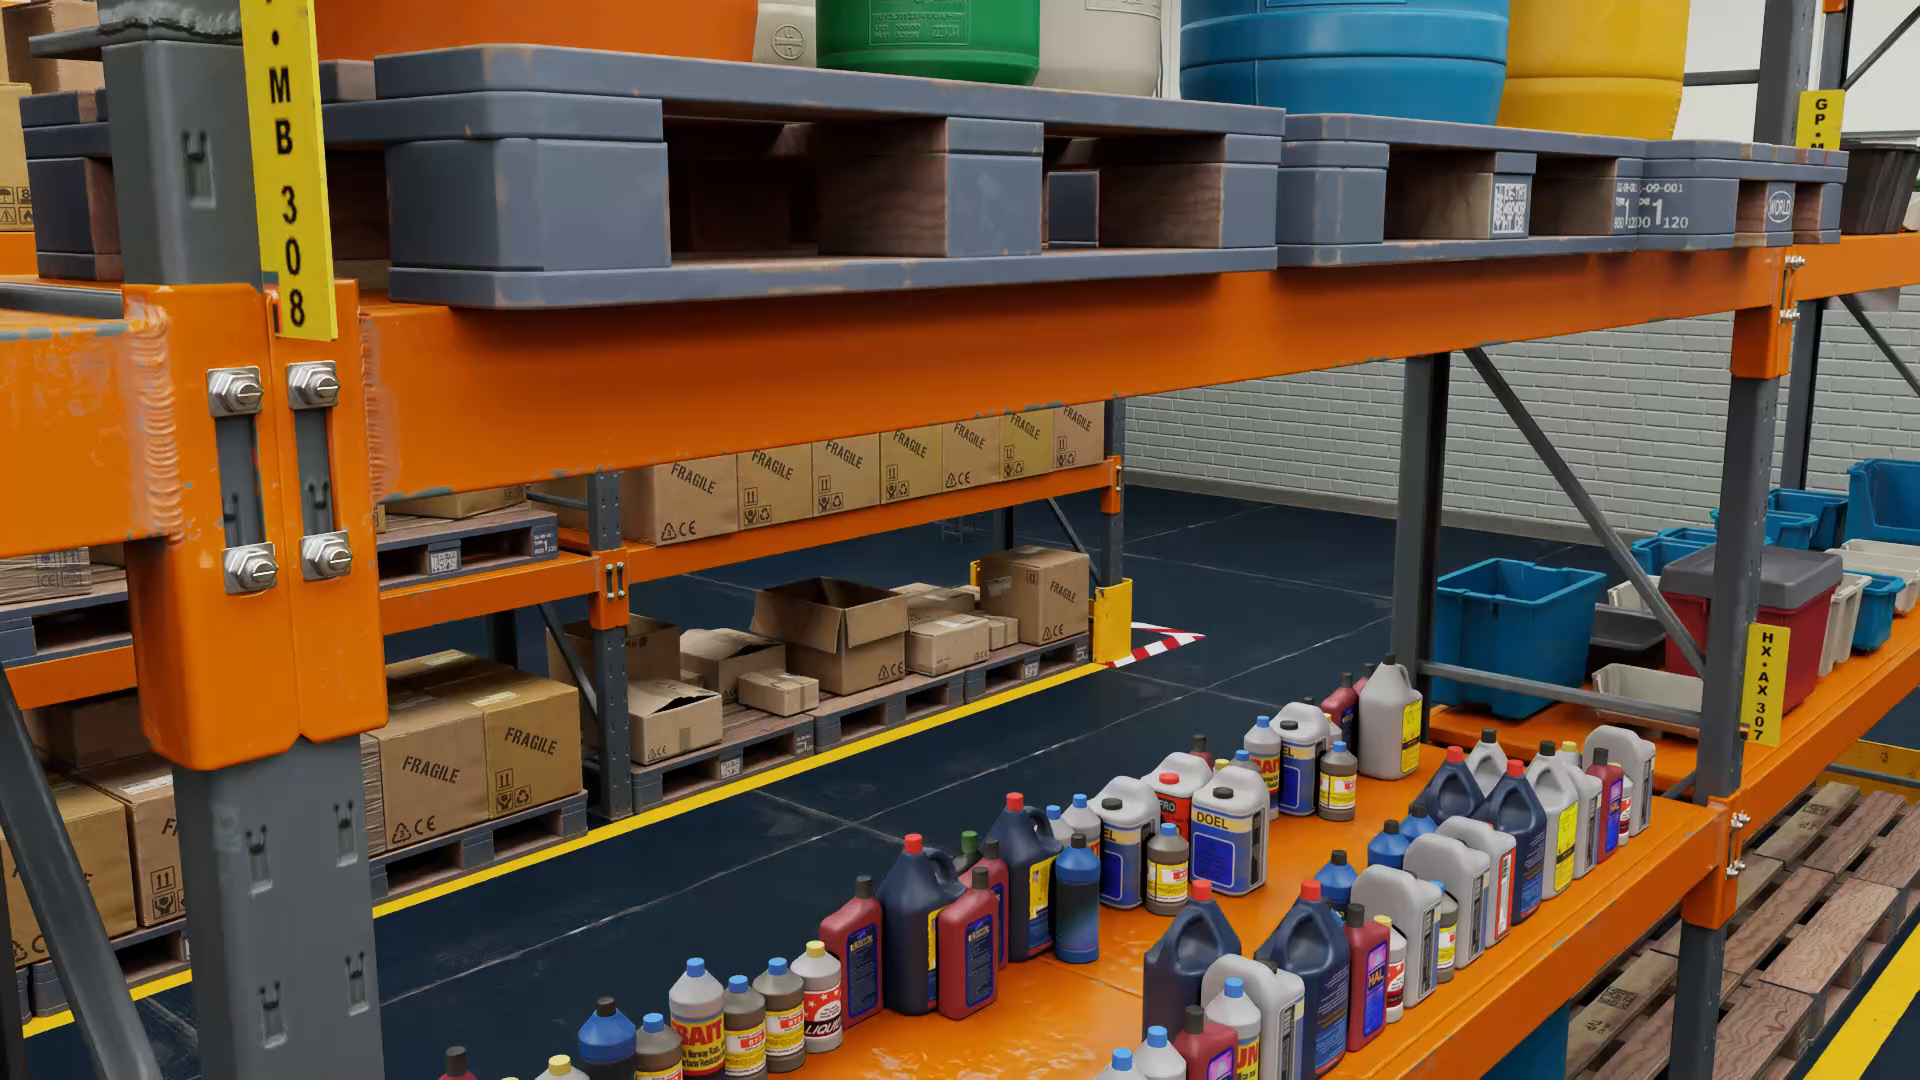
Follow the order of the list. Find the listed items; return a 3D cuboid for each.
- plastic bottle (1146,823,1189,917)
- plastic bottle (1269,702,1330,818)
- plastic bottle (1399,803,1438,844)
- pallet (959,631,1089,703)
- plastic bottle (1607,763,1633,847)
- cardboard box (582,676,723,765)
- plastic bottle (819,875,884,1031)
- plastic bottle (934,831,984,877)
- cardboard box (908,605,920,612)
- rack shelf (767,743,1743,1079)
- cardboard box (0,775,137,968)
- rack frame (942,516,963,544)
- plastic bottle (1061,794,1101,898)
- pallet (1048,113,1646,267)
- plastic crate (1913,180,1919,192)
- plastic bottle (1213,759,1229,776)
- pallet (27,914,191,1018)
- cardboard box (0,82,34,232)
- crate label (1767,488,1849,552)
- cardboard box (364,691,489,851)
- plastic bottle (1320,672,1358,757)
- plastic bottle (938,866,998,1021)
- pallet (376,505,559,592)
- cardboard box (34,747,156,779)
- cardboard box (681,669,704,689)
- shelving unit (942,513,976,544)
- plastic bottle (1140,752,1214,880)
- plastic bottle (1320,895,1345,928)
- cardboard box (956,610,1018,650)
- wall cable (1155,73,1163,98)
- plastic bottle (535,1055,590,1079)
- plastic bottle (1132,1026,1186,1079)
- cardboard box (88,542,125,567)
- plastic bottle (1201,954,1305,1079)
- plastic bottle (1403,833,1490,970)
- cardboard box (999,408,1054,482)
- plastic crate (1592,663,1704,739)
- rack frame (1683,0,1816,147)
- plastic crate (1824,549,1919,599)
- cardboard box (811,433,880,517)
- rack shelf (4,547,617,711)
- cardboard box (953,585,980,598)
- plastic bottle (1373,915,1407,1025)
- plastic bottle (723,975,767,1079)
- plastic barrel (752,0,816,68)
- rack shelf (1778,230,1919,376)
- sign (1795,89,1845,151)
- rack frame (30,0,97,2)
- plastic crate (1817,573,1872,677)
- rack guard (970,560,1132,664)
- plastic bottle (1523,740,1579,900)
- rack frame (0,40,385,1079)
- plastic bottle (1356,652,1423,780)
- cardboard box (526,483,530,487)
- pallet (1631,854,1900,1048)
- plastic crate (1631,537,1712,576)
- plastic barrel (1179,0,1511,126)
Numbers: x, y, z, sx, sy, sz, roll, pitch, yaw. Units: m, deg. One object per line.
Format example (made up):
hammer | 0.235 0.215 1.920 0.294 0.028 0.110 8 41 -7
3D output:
plastic bottle | 0.476 0.749 3.809 0.097 0.201 0.097 0 11 0
plastic bottle | 0.892 0.583 4.452 0.152 0.276 0.135 10 15 40
plastic bottle | 1.028 0.727 3.744 0.097 0.271 0.097 0 11 0
pallet | 0.072 0.716 10.589 1.003 0.211 1.213 10 15 40
plastic bottle | 1.652 0.667 4.221 0.097 0.201 0.097 0 11 0
cardboard box | -1.553 0.877 8.403 0.500 0.311 0.500 10 15 40
plastic bottle | -0.214 0.812 3.285 0.061 0.283 0.133 10 15 40
plastic bottle | -0.004 0.765 3.520 0.061 0.283 0.133 10 15 40
cardboard box | -0.584 0.543 10.233 0.500 0.250 0.500 10 15 40
rack shelf | 0.405 1.096 3.401 1.077 0.370 4.000 10 15 40
cardboard box | -3.442 1.226 6.174 0.500 0.500 0.500 10 15 40
rack frame | -0.070 -0.573 14.516 0.240 1.200 0.006 10 15 40
plastic bottle | 0.272 0.715 3.802 0.097 0.271 0.097 0 11 0
pallet | 0.535 -0.634 3.051 1.003 0.211 1.213 10 15 40
plastic crate | 3.929 -1.324 6.566 0.450 0.188 0.336 10 15 40
plastic bottle | 0.667 0.661 4.249 0.097 0.201 0.097 0 11 0
pallet | -3.306 1.481 6.760 1.003 0.211 1.213 10 15 40
cardboard box | -3.691 -1.343 5.865 0.910 0.500 0.500 10 15 40
crate label | 3.956 -0.093 7.792 0.416 0.233 0.303 10 15 40
cardboard box | -2.436 0.999 7.307 0.500 0.500 0.500 10 15 41
plastic bottle | 1.075 0.525 4.723 0.061 0.283 0.133 10 15 40
plastic bottle | 0.017 0.803 3.328 0.061 0.283 0.133 10 15 40
pallet | -2.602 0.006 7.514 1.003 0.211 1.213 10 15 40
cardboard box | -3.508 1.085 6.881 0.500 0.500 0.500 9 14 38
cardboard box | -1.627 0.807 9.168 0.380 0.149 0.250 10 15 40
shelving unit | -0.010 -0.586 14.583 0.258 1.200 0.189 10 15 40
plastic bottle | 0.523 0.665 4.040 0.152 0.276 0.135 10 15 40
plastic bottle | 0.703 0.826 3.245 0.097 0.271 0.097 0 11 0
cardboard box | 0.139 0.553 10.394 0.380 0.166 0.250 10 15 40
wall cable | 0.926 -3.625 17.815 3.097 2.526 0.112 10 15 40
plastic bottle | -0.662 0.957 2.766 0.097 0.201 0.097 0 11 0
plastic bottle | 0.321 0.929 2.728 0.097 0.271 0.097 0 11 0
cardboard box | -3.113 -0.179 6.621 0.700 0.500 0.500 6 13 26
plastic bottle | 0.529 0.873 3.001 0.152 0.276 0.135 10 15 40
plastic bottle | 1.045 0.757 3.577 0.152 0.276 0.135 10 15 40
cardboard box | 0.217 -0.652 10.060 0.500 0.500 0.500 10 15 41
plastic crate | 2.140 0.499 5.074 0.396 0.136 0.243 10 15 40
rack frame | 1.726 -2.493 4.217 1.000 3.000 0.127 10 15 40
plastic crate | 3.762 0.145 6.849 0.396 0.136 0.243 10 15 40
cardboard box | -0.784 -0.430 8.949 0.500 0.500 0.500 10 15 40
rack shelf | -3.313 0.455 6.611 1.077 0.370 4.000 10 15 40
cardboard box | 0.113 0.419 11.110 0.380 0.149 0.250 10 15 40
plastic bottle | 0.836 0.849 3.310 0.097 0.201 0.097 0 11 0
plastic bottle | -0.405 0.900 3.053 0.097 0.201 0.097 0 11 0
plastic barrel | -0.317 -0.748 2.421 0.301 0.262 0.301 0 11 0
rack shelf | 3.046 -0.963 6.054 1.077 0.370 4.000 10 15 40
sign | 2.138 -0.955 4.152 0.100 0.325 0.005 10 15 40
rack frame | -5.716 -3.774 10.630 1.000 3.000 0.127 10 15 40
plastic crate | 2.872 0.277 5.815 0.437 0.282 0.530 10 15 40
rack guard | 0.598 0.457 11.149 1.175 0.500 0.348 10 15 40
plastic bottle | 1.365 0.651 3.920 0.144 0.351 0.185 10 15 40
rack frame | -0.915 1.038 1.858 1.000 3.000 0.127 10 15 40
plastic bottle | 1.223 0.489 4.730 0.144 0.351 0.185 10 15 40
cardboard box | -3.579 -0.522 13.322 0.380 0.149 0.250 10 15 42
pallet | 2.987 1.523 6.547 1.003 0.211 1.213 10 15 40
plastic crate | 2.889 0.145 6.601 0.416 0.233 0.300 10 15 40
plastic barrel | 0.714 -1.203 3.064 0.600 0.901 0.708 10 15 40
